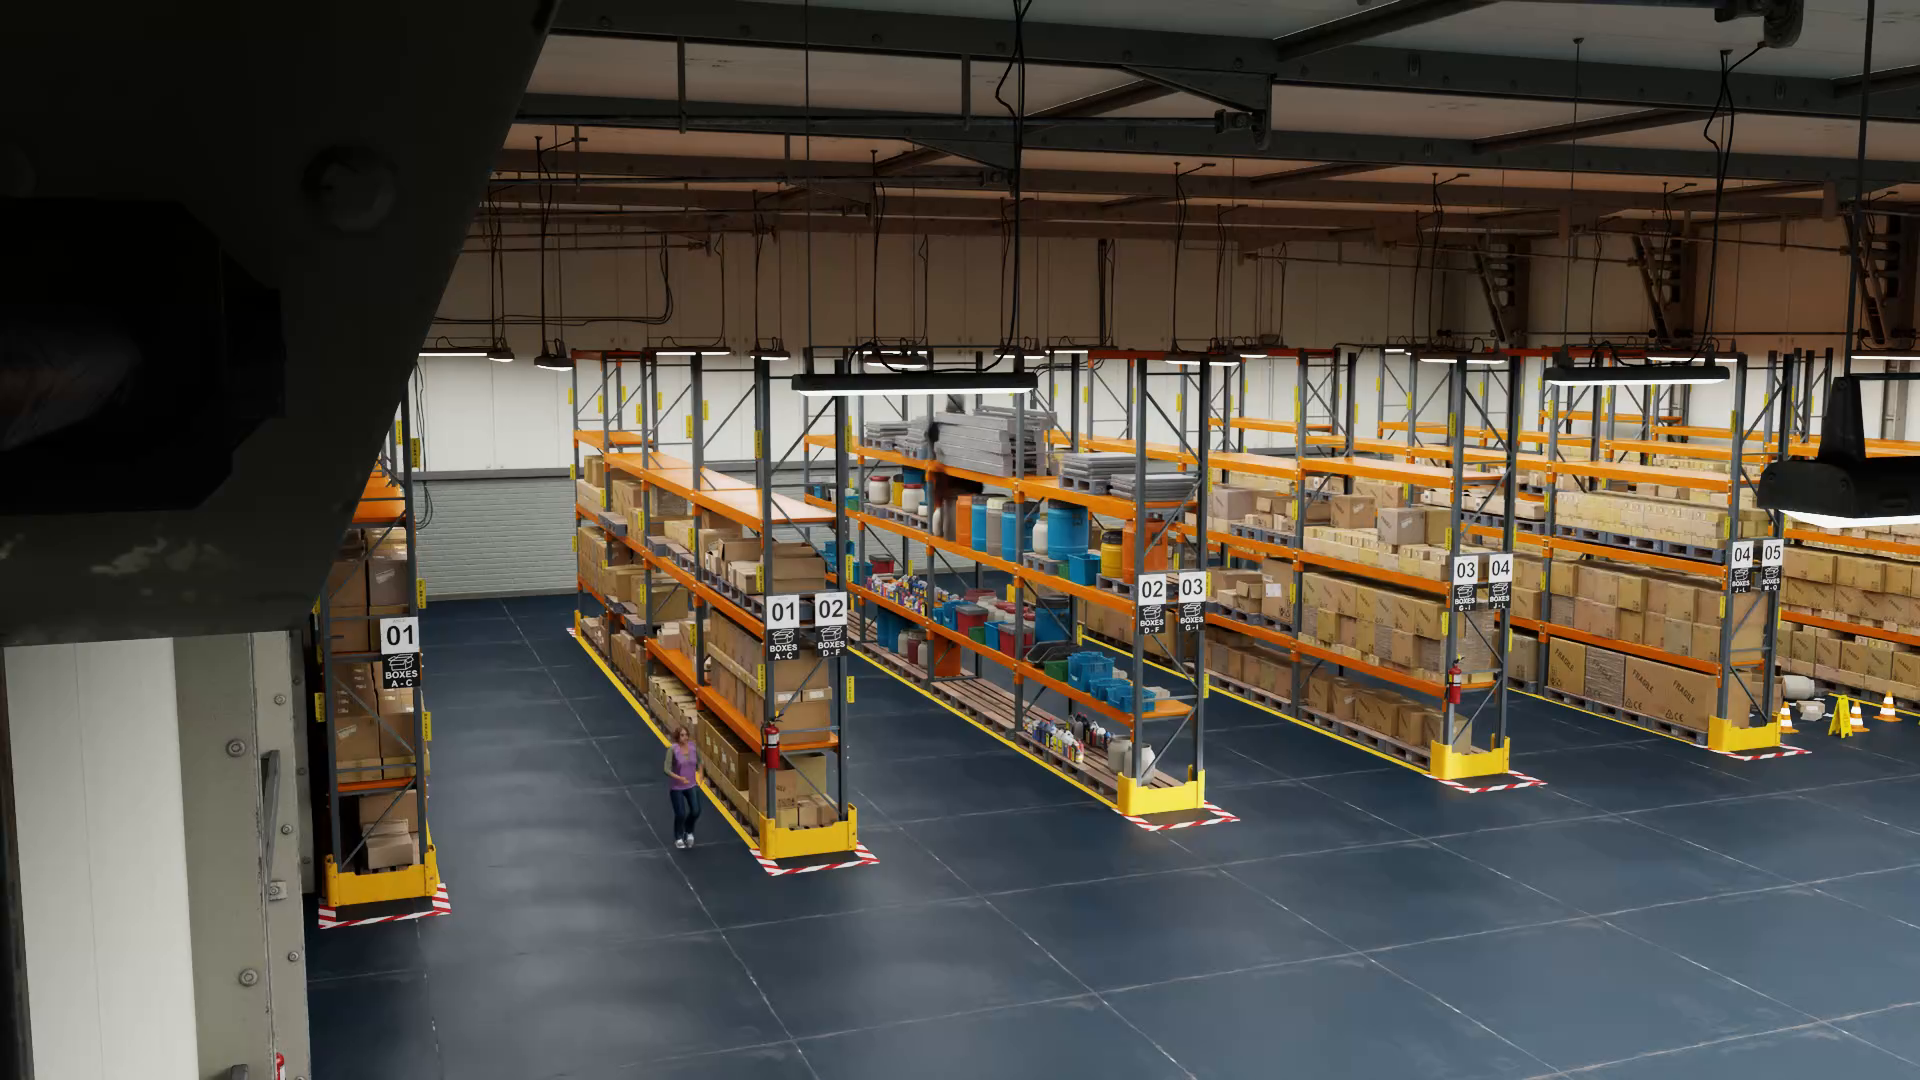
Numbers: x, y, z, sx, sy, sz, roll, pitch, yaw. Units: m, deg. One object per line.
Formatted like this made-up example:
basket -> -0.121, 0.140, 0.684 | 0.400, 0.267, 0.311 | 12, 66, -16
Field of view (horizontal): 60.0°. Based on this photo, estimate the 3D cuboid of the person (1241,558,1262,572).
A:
person -> 7.510, 0.160, 43.093 | 0.872, 1.599, 0.529 | -7, 10, -43

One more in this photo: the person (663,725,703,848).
person -> -3.343, 3.027, 20.311 | 0.560, 1.562, 0.600 | -4, 8, -28

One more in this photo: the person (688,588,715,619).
person -> -5.135, 1.389, 33.400 | 0.601, 1.677, 0.908 | -3, 8, -20
